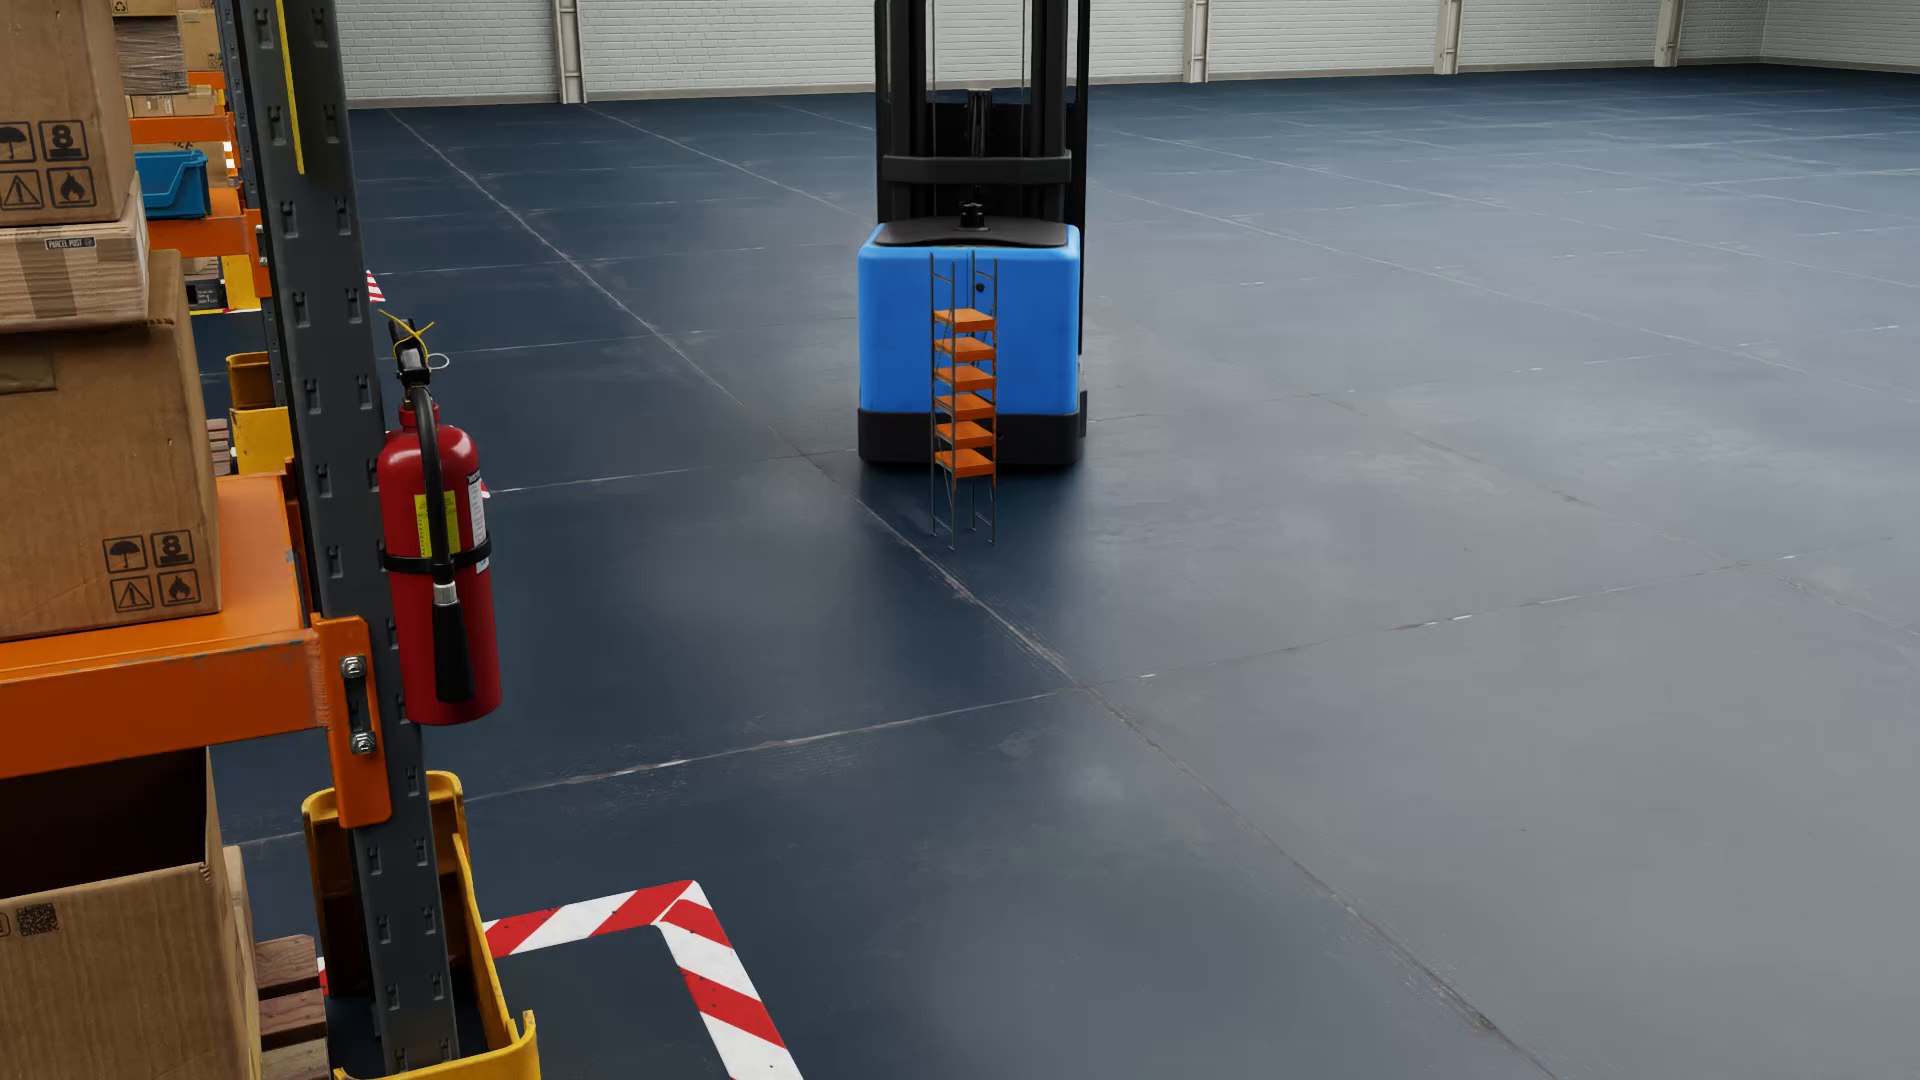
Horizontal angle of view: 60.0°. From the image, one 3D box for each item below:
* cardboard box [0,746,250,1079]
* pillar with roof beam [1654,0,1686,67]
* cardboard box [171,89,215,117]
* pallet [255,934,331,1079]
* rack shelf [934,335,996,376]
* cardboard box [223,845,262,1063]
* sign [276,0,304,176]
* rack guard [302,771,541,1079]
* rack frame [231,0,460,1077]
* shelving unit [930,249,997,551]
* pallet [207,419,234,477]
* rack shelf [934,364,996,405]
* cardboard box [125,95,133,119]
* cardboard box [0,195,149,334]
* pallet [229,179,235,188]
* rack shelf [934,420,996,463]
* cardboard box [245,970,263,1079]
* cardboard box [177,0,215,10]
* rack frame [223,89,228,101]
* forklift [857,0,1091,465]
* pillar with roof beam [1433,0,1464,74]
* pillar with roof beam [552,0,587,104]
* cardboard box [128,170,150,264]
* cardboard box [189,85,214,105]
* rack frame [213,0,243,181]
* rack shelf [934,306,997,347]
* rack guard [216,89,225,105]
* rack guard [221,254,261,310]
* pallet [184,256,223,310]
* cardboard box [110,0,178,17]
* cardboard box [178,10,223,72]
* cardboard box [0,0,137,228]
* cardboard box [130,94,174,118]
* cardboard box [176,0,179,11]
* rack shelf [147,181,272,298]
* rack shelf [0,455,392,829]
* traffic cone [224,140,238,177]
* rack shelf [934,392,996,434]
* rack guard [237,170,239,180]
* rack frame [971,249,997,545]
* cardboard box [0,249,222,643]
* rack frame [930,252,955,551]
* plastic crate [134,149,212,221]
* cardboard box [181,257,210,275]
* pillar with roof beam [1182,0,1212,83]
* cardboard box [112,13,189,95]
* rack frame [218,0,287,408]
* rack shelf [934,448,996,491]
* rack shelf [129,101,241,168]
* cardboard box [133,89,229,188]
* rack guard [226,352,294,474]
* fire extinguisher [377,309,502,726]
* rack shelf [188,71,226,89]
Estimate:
[{"bbox_3d":[-1.533,0.709,2.870,0.500,0.500,0.500,-8,21,-22],"label":"cardboard box"},{"bbox_3d":[17.281,-13.401,31.531,0.400,9.000,9.100,-8,21,-22],"label":"pillar with roof beam"},{"bbox_3d":[-5.259,-3.000,11.403,0.250,0.149,0.380,-8,21,-22],"label":"cardboard box"},{"bbox_3d":[-1.844,1.231,3.207,1.213,0.211,1.003,-8,21,-22],"label":"pallet"},{"bbox_3d":[0.013,-0.752,6.763,0.180,0.103,0.258,-8,21,-22],"label":"rack shelf"},{"bbox_3d":[-1.739,0.904,3.445,0.500,0.250,0.500,-8,21,-22],"label":"cardboard box"},{"bbox_3d":[-0.956,-0.688,2.359,0.005,0.325,0.100,-8,21,-22],"label":"sign"},{"bbox_3d":[-1.136,0.979,3.490,0.348,0.500,1.175,-8,21,-22],"label":"rack guard"},{"bbox_3d":[-1.158,-0.197,3.066,0.127,3.000,1.000,-8,21,-22],"label":"rack frame"},{"bbox_3d":[0.013,-0.568,6.828,0.189,1.200,0.258,-8,21,-22],"label":"shelving unit"},{"bbox_3d":[-3.916,-0.263,7.452,1.213,0.211,1.003,-8,21,-22],"label":"pallet"},{"bbox_3d":[0.013,-0.639,6.803,0.180,0.103,0.258,-8,21,-22],"label":"rack shelf"},{"bbox_3d":[-5.698,-2.918,11.172,0.250,0.149,0.380,-8,21,-22],"label":"cardboard box"},{"bbox_3d":[-1.434,-0.442,2.633,0.250,0.149,0.380,-9,21,-23],"label":"cardboard box"},{"bbox_3d":[-7.654,-3.300,16.077,1.213,0.211,1.003,-8,21,-22],"label":"pallet"},{"bbox_3d":[0.013,-0.413,6.883,0.180,0.103,0.258,-8,21,-22],"label":"rack shelf"},{"bbox_3d":[-1.534,1.062,2.996,0.500,0.250,0.500,-8,21,-22],"label":"cardboard box"},{"bbox_3d":[-7.307,-5.288,15.671,0.550,0.550,0.875,-8,21,-22],"label":"cardboard box"},{"bbox_3d":[-9.004,-6.241,20.230,0.127,3.000,1.000,-8,21,-22],"label":"rack frame"},{"bbox_3d":[0.128,-2.178,8.793,1.130,2.935,3.031,1,19,3],"label":"forklift"},{"bbox_3d":[11.772,-12.611,29.290,0.400,9.000,9.100,-8,21,-22],"label":"pillar with roof beam"},{"bbox_3d":[-4.756,-10.243,22.565,0.400,9.000,9.100,-8,21,-22],"label":"pillar with roof beam"},{"bbox_3d":[-1.604,-0.564,2.981,0.250,0.149,0.380,-8,21,-22],"label":"cardboard box"},{"bbox_3d":[-5.435,-3.135,11.788,0.250,0.149,0.380,-8,21,-22],"label":"cardboard box"},{"bbox_3d":[-5.079,-3.219,11.647,0.127,3.000,1.000,-8,21,-22],"label":"rack frame"},{"bbox_3d":[0.013,-0.866,6.723,0.180,0.103,0.258,-8,21,-22],"label":"rack shelf"},{"bbox_3d":[-10.952,-6.578,24.951,0.348,0.500,1.175,-8,21,-22],"label":"rack guard"},{"bbox_3d":[-5.149,-2.030,12.033,0.348,0.500,1.175,-8,21,-22],"label":"rack guard"},{"bbox_3d":[-5.909,-1.797,11.809,1.213,0.211,1.003,-8,21,-22],"label":"pallet"},{"bbox_3d":[-5.486,-3.730,10.995,0.500,0.500,0.500,-8,21,-22],"label":"cardboard box"},{"bbox_3d":[-7.273,-4.753,15.777,0.550,0.550,0.875,-8,21,-22],"label":"cardboard box"},{"bbox_3d":[-1.641,-0.792,2.650,0.500,0.500,0.700,-8,21,-22],"label":"cardboard box"},{"bbox_3d":[-5.489,-2.967,11.310,0.250,0.149,0.380,-8,21,-22],"label":"cardboard box"},{"bbox_3d":[-5.692,-3.888,11.445,0.500,0.500,0.500,-8,21,-22],"label":"cardboard box"},{"bbox_3d":[-4.953,-1.106,6.729,4.000,0.370,1.077,-8,21,-22],"label":"rack shelf"},{"bbox_3d":[-2.995,0.405,2.438,4.000,0.370,1.077,-8,21,-22],"label":"rack shelf"},{"bbox_3d":[-8.136,-4.300,18.539,0.334,0.463,0.336,-8,21,-22],"label":"traffic cone"},{"bbox_3d":[0.013,-0.526,6.843,0.180,0.103,0.258,-8,21,-22],"label":"rack shelf"},{"bbox_3d":[-6.929,-3.569,16.404,0.348,0.500,1.175,-8,21,-22],"label":"rack guard"},{"bbox_3d":[0.097,-0.580,6.862,0.006,1.200,0.240,-8,21,-22],"label":"rack frame"},{"bbox_3d":[-1.592,-0.187,2.886,0.500,0.500,0.700,-8,21,-22],"label":"cardboard box"},{"bbox_3d":[-0.071,-0.556,6.794,0.006,1.200,0.240,-8,21,-22],"label":"rack frame"},{"bbox_3d":[-3.458,-1.481,6.936,0.616,0.251,0.499,-8,21,-22],"label":"plastic crate"},{"bbox_3d":[-5.659,-2.161,11.773,0.500,0.500,0.500,-4,20,-12],"label":"cardboard box"},{"bbox_3d":[6.263,-11.822,27.048,0.400,9.000,9.100,-8,21,-22],"label":"pillar with roof beam"},{"bbox_3d":[-5.595,-3.342,11.399,0.500,0.500,0.875,-8,21,-22],"label":"cardboard box"},{"bbox_3d":[-3.117,-1.708,7.357,0.127,3.000,1.000,-8,21,-22],"label":"rack frame"},{"bbox_3d":[0.013,-0.300,6.923,0.180,0.103,0.258,-8,21,-22],"label":"rack shelf"},{"bbox_3d":[-6.915,-2.616,11.019,4.000,0.370,1.077,-8,21,-22],"label":"rack shelf"},{"bbox_3d":[-7.547,-3.831,15.953,0.875,0.875,0.875,-8,21,-22],"label":"cardboard box"},{"bbox_3d":[-3.168,-0.505,7.703,0.348,0.500,1.175,-8,21,-22],"label":"rack guard"},{"bbox_3d":[-0.866,-0.035,2.720,0.183,0.674,0.296,-8,21,-22],"label":"fire extinguisher"},{"bbox_3d":[-8.787,-4.142,15.352,4.000,0.370,1.077,-8,21,-22],"label":"rack shelf"}]
